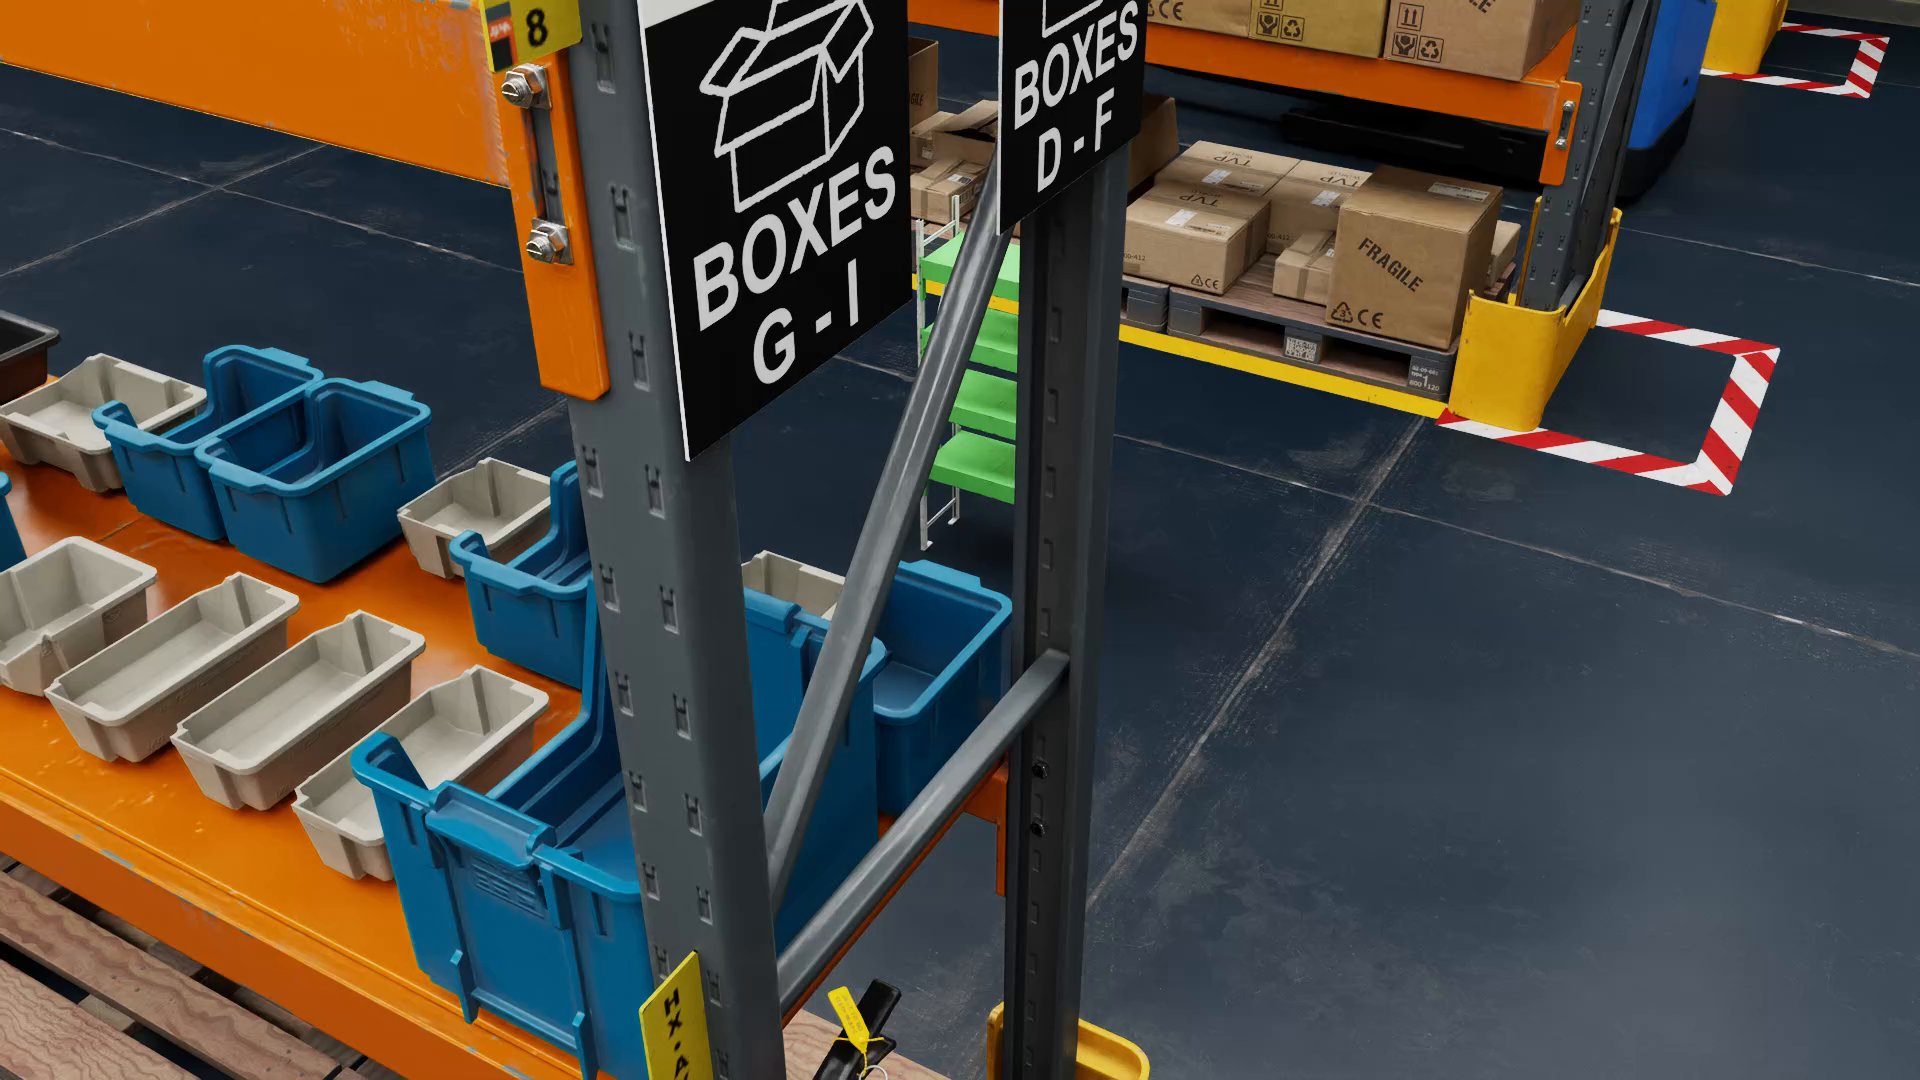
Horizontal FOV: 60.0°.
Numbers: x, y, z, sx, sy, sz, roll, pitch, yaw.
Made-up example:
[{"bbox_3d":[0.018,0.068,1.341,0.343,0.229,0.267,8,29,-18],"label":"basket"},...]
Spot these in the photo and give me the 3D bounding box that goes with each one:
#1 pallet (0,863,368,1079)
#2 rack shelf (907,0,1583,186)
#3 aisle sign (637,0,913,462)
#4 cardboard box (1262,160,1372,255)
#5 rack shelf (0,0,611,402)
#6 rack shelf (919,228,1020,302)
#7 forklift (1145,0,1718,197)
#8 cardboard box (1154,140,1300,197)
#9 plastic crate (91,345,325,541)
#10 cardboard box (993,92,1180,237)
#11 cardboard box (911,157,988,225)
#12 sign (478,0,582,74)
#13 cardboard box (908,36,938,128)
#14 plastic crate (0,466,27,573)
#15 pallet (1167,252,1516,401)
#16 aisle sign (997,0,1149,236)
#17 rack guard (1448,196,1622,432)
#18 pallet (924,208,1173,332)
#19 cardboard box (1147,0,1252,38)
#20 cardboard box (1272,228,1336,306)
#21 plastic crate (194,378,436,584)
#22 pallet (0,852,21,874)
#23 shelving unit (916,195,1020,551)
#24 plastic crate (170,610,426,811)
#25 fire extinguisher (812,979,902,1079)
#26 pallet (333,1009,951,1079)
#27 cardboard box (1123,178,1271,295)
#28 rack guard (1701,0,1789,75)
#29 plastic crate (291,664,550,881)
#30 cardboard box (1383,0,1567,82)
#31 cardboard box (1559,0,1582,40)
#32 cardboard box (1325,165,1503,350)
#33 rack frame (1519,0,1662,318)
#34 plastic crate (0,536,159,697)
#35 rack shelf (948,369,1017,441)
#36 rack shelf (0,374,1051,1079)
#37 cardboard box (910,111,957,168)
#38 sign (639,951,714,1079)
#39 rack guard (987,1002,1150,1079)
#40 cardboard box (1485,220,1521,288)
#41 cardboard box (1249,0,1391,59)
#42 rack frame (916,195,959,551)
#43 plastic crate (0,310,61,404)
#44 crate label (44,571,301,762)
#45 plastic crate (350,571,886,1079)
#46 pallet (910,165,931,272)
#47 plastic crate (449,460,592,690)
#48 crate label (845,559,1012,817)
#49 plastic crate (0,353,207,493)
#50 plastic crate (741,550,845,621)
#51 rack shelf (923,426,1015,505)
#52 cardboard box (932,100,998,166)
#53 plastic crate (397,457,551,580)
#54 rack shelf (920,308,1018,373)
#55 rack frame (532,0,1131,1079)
[{"bbox_3d":[-1.820,1.006,4.049,1.213,0.211,1.003,18,37,24],"label":"pallet"},{"bbox_3d":[0.657,-2.206,7.006,4.000,0.370,1.077,18,37,24],"label":"rack shelf"},{"bbox_3d":[-0.151,-0.494,1.441,0.004,0.787,0.394,18,37,24],"label":"aisle sign"},{"bbox_3d":[1.628,-1.418,7.257,0.500,0.250,0.500,18,37,24],"label":"cardboard box"},{"bbox_3d":[-1.804,-1.072,2.597,4.000,0.370,1.077,18,37,24],"label":"rack shelf"},{"bbox_3d":[0.144,-0.800,5.118,0.480,0.148,0.258,18,37,24],"label":"rack shelf"},{"bbox_3d":[2.327,-3.525,8.398,3.031,2.935,1.130,20,39,27],"label":"forklift"},{"bbox_3d":[1.194,-1.556,7.464,0.500,0.250,0.500,18,37,24],"label":"cardboard box"},{"bbox_3d":[-1.523,-0.199,3.440,0.300,0.233,0.416,18,37,24],"label":"plastic crate"},{"bbox_3d":[0.554,-1.686,7.431,0.637,0.503,0.797,18,37,24],"label":"cardboard box"},{"bbox_3d":[-0.067,-1.607,7.616,0.250,0.166,0.380,18,37,24],"label":"cardboard box"},{"bbox_3d":[-0.327,-0.509,1.196,0.005,0.325,0.100,18,37,24],"label":"sign"},{"bbox_3d":[-0.444,-2.178,8.173,0.500,0.500,0.500,18,37,24],"label":"cardboard box"},{"bbox_3d":[-1.978,0.030,3.095,0.300,0.233,0.416,18,37,24],"label":"plastic crate"},{"bbox_3d":[1.635,-1.035,7.114,1.213,0.211,1.003,18,37,24],"label":"pallet"},{"bbox_3d":[0.142,-0.778,1.867,0.004,0.787,0.394,18,37,24],"label":"aisle sign"},{"bbox_3d":[2.327,-0.936,6.705,0.348,0.500,1.175,18,37,24],"label":"rack guard"},{"bbox_3d":[0.579,-1.371,7.618,1.213,0.211,1.003,18,37,24],"label":"pallet"},{"bbox_3d":[0.987,-2.270,6.363,0.500,0.500,0.500,18,38,25],"label":"cardboard box"},{"bbox_3d":[1.492,-1.145,6.923,0.250,0.166,0.380,18,37,24],"label":"cardboard box"},{"bbox_3d":[-1.262,-0.117,3.316,0.300,0.233,0.416,18,37,24],"label":"plastic crate"},{"bbox_3d":[-2.883,0.671,4.552,1.213,0.211,1.003,18,37,24],"label":"pallet"},{"bbox_3d":[0.144,-0.454,5.349,0.503,1.200,0.258,18,37,24],"label":"shelving unit"},{"bbox_3d":[-1.110,0.288,2.795,0.243,0.136,0.396,18,37,24],"label":"plastic crate"},{"bbox_3d":[-0.162,0.874,2.137,0.183,0.674,0.296,18,37,24],"label":"fire extinguisher"},{"bbox_3d":[-0.765,1.342,3.544,1.213,0.211,1.003,18,37,24],"label":"pallet"},{"bbox_3d":[0.989,-1.301,7.082,0.500,0.250,0.500,18,37,24],"label":"cardboard box"},{"bbox_3d":[4.869,-3.294,10.245,0.348,0.500,1.175,18,37,24],"label":"rack guard"},{"bbox_3d":[-0.866,0.374,2.665,0.243,0.136,0.396,18,37,24],"label":"plastic crate"},{"bbox_3d":[1.869,-1.990,5.941,0.500,0.500,0.500,19,38,26],"label":"cardboard box"},{"bbox_3d":[2.139,-2.246,6.327,0.500,0.500,0.500,18,38,25],"label":"cardboard box"},{"bbox_3d":[1.799,-1.130,6.598,0.500,0.500,0.500,18,37,24],"label":"cardboard box"},{"bbox_3d":[2.393,-1.956,5.981,0.127,3.000,1.000,18,37,24],"label":"rack frame"},{"bbox_3d":[-1.630,0.150,3.002,0.250,0.136,0.298,18,37,24],"label":"plastic crate"},{"bbox_3d":[0.144,-0.401,5.384,0.480,0.148,0.258,18,37,24],"label":"rack shelf"},{"bbox_3d":[-1.804,0.176,3.428,4.000,0.370,1.077,18,37,24],"label":"rack shelf"},{"bbox_3d":[-0.089,-1.958,8.159,0.250,0.149,0.380,18,37,24],"label":"cardboard box"},{"bbox_3d":[-0.327,0.628,1.953,0.005,0.325,0.100,18,37,24],"label":"sign"},{"bbox_3d":[-0.040,1.468,3.095,0.348,0.500,1.175,18,37,24],"label":"rack guard"},{"bbox_3d":[2.200,-1.233,7.070,0.250,0.149,0.380,18,37,24],"label":"cardboard box"},{"bbox_3d":[1.417,-2.131,6.153,0.500,0.500,0.500,18,38,25],"label":"cardboard box"},{"bbox_3d":[-0.068,-0.521,5.450,0.015,1.200,0.240,18,37,24],"label":"rack frame"},{"bbox_3d":[-2.436,-0.405,3.846,0.590,0.125,0.437,18,37,24],"label":"plastic crate"},{"bbox_3d":[-1.364,0.223,2.893,0.243,0.136,0.396,18,37,24],"label":"crate label"},{"bbox_3d":[-0.451,0.385,2.380,0.499,0.435,0.616,18,37,24],"label":"plastic crate"},{"bbox_3d":[-0.484,-1.706,8.121,1.213,0.211,1.003,18,37,24],"label":"pallet"},{"bbox_3d":[-0.690,0.064,3.044,0.300,0.233,0.416,18,37,24],"label":"plastic crate"},{"bbox_3d":[-0.119,0.245,2.772,0.303,0.233,0.416,18,37,24],"label":"crate label"},{"bbox_3d":[-1.880,-0.254,3.609,0.466,0.136,0.293,18,37,24],"label":"plastic crate"},{"bbox_3d":[-0.356,0.157,2.991,0.298,0.136,0.250,18,37,24],"label":"plastic crate"},{"bbox_3d":[0.144,-0.201,5.518,0.480,0.148,0.258,18,37,24],"label":"rack shelf"},{"bbox_3d":[0.207,-1.893,7.916,0.500,0.311,0.500,18,37,24],"label":"cardboard box"},{"bbox_3d":[-0.945,-0.029,3.272,0.298,0.136,0.250,18,37,24],"label":"plastic crate"},{"bbox_3d":[0.144,-0.600,5.251,0.480,0.148,0.258,18,37,24],"label":"rack shelf"},{"bbox_3d":[-0.069,0.428,2.400,0.053,2.616,0.949,18,37,24],"label":"rack frame"}]
